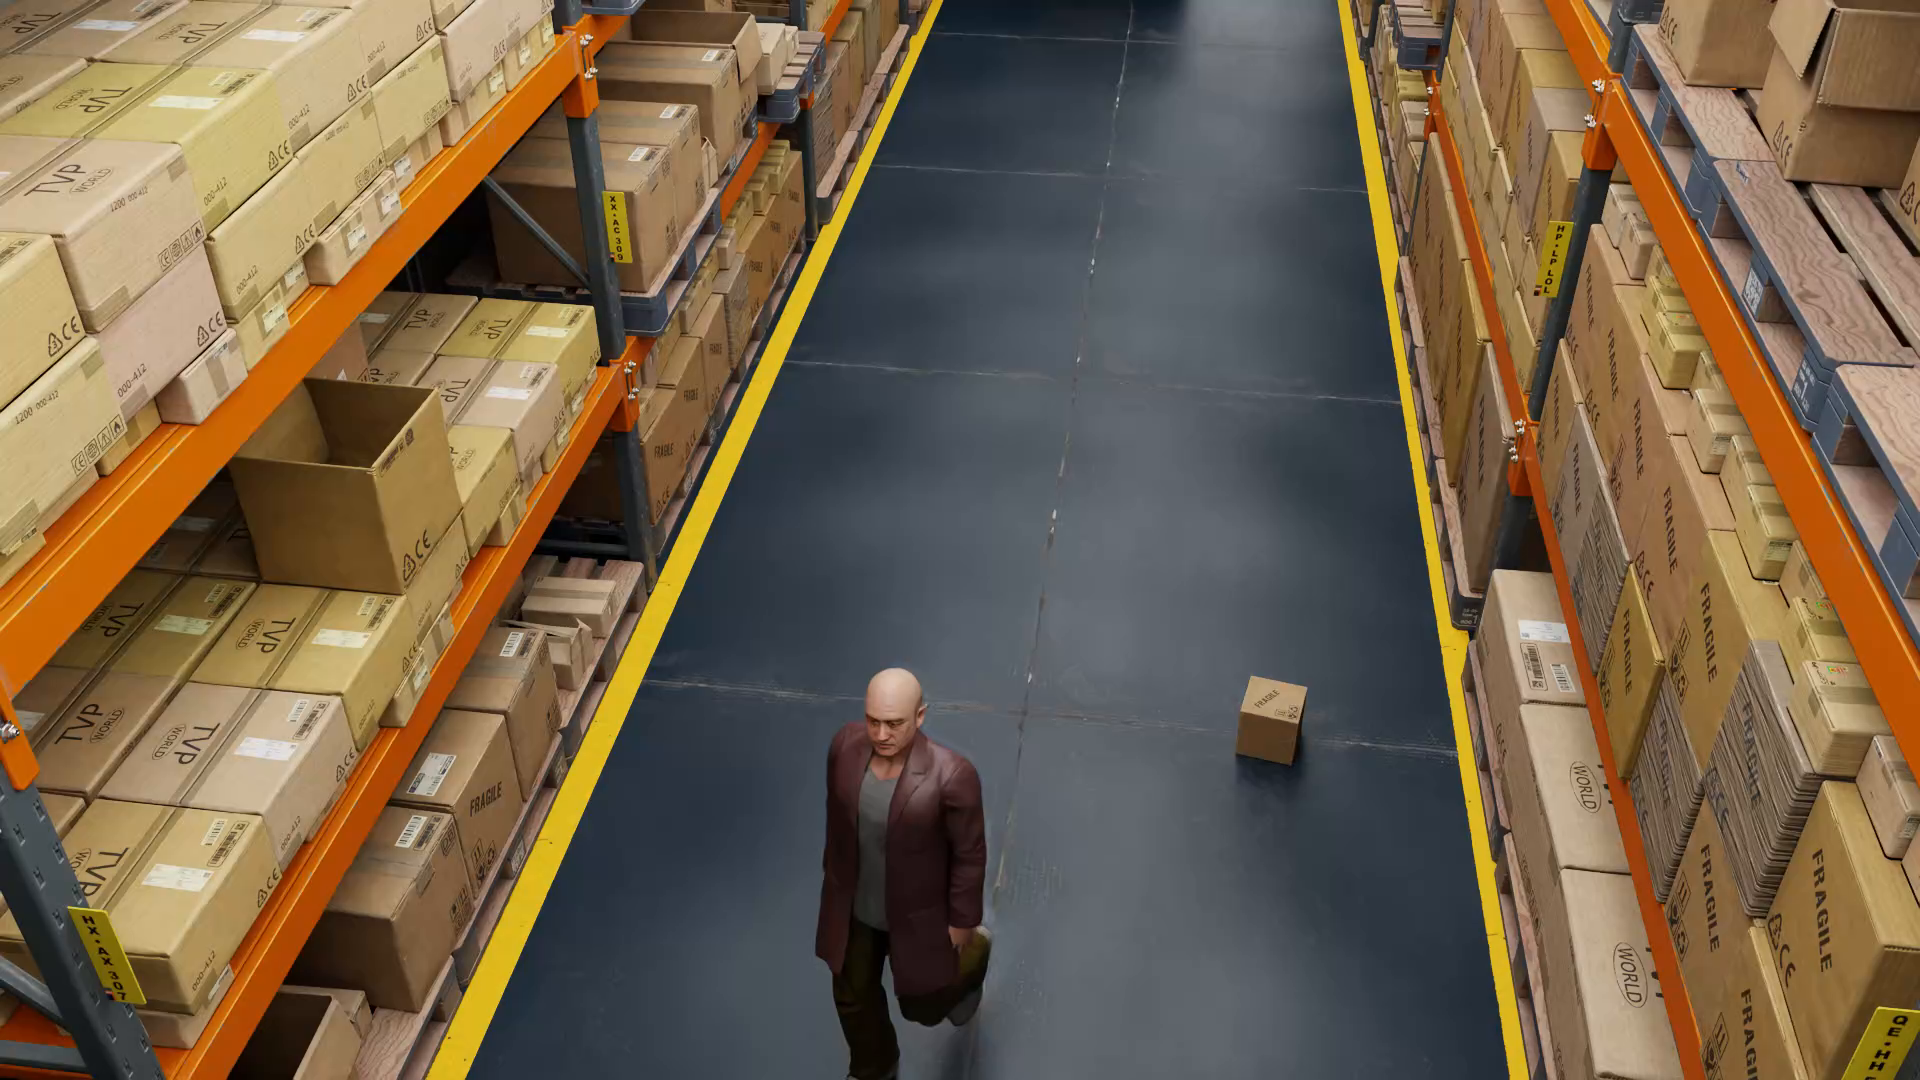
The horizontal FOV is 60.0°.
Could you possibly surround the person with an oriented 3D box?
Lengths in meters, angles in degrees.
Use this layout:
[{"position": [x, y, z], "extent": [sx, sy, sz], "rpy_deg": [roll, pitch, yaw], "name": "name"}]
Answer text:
[{"position": [-0.190, 1.138, 5.443], "extent": [0.602, 1.751, 0.784], "rpy_deg": [16, 39, 21], "name": "person"}]
